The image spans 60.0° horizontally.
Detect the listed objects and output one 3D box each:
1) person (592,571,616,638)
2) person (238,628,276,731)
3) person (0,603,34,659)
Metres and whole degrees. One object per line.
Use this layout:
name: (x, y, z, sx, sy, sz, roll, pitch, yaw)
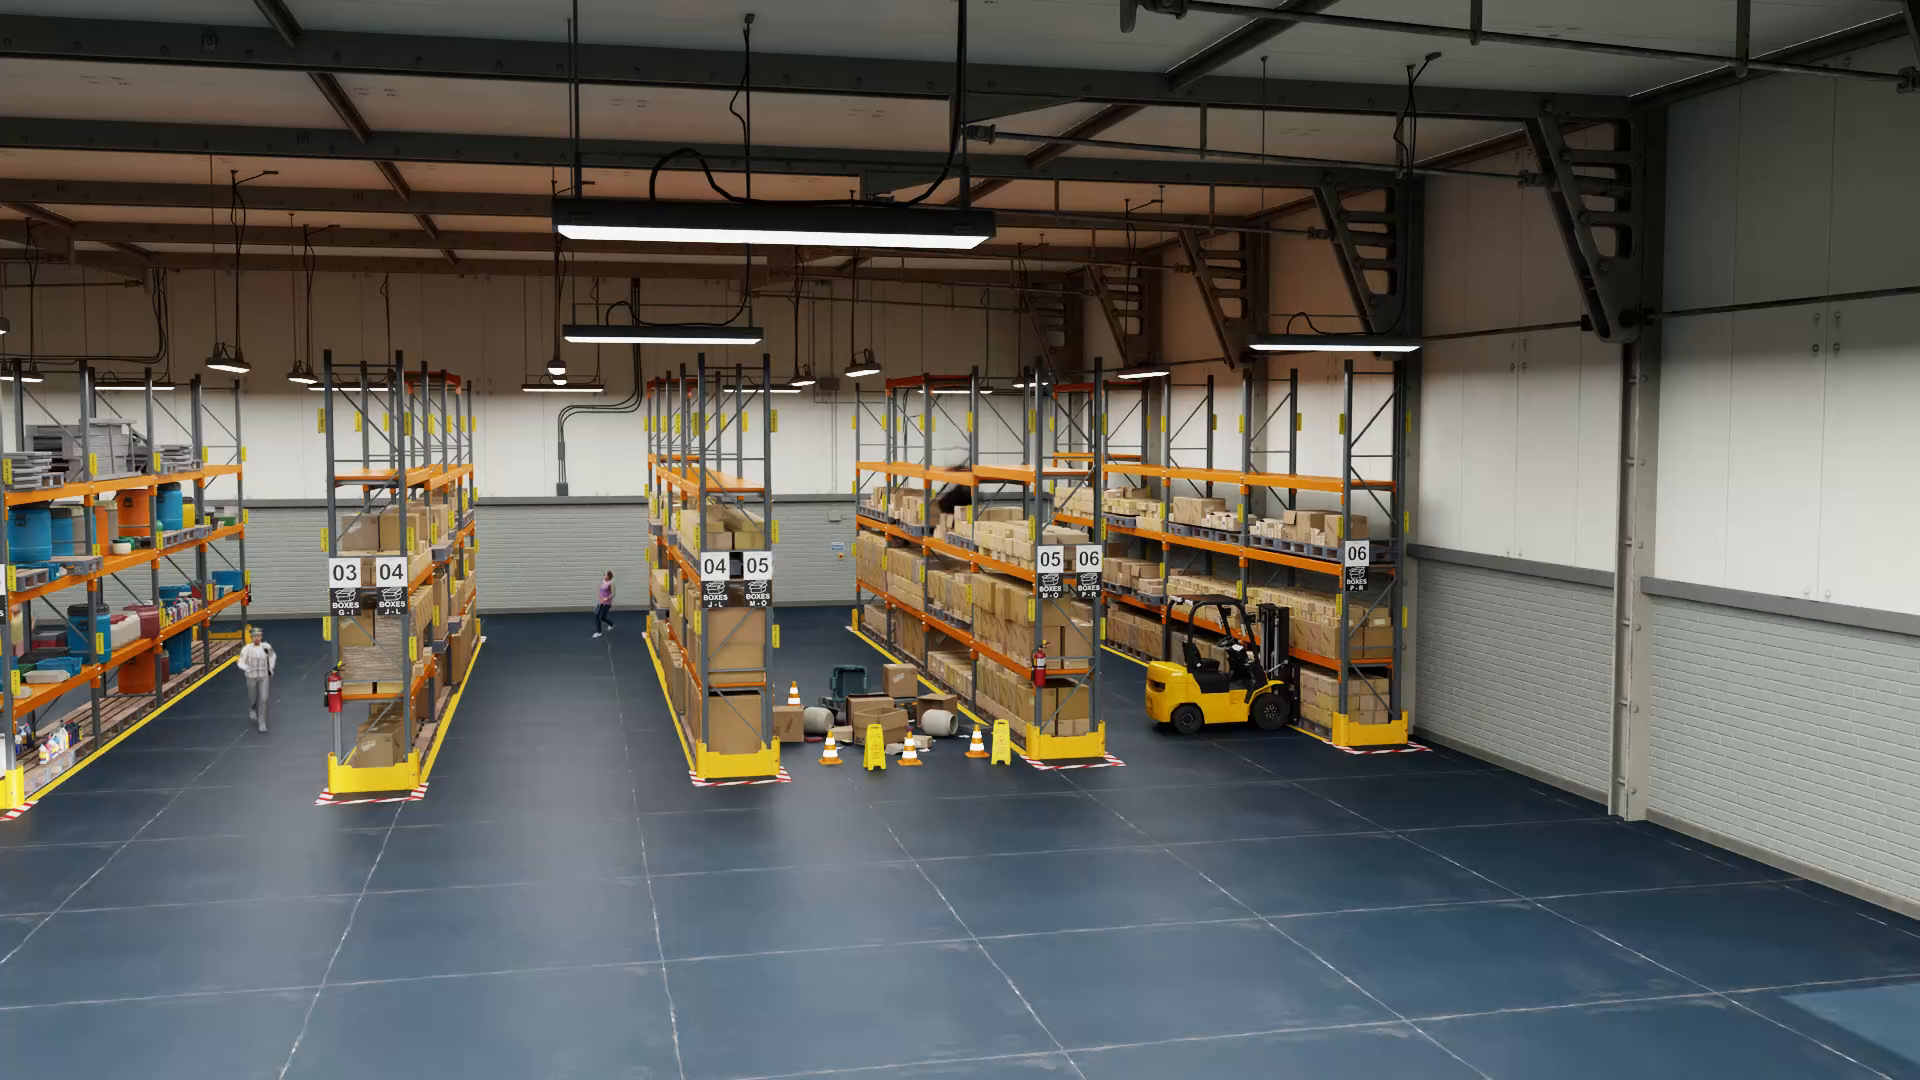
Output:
person: (-8.356, 1.507, 39.227, 0.587, 1.574, 0.668, 3, 5, 37)
person: (-11.564, 2.258, 27.384, 0.600, 1.681, 0.892, -2, 4, -28)
person: (-17.971, 1.975, 31.659, 0.589, 1.640, 0.867, -2, 4, -21)
